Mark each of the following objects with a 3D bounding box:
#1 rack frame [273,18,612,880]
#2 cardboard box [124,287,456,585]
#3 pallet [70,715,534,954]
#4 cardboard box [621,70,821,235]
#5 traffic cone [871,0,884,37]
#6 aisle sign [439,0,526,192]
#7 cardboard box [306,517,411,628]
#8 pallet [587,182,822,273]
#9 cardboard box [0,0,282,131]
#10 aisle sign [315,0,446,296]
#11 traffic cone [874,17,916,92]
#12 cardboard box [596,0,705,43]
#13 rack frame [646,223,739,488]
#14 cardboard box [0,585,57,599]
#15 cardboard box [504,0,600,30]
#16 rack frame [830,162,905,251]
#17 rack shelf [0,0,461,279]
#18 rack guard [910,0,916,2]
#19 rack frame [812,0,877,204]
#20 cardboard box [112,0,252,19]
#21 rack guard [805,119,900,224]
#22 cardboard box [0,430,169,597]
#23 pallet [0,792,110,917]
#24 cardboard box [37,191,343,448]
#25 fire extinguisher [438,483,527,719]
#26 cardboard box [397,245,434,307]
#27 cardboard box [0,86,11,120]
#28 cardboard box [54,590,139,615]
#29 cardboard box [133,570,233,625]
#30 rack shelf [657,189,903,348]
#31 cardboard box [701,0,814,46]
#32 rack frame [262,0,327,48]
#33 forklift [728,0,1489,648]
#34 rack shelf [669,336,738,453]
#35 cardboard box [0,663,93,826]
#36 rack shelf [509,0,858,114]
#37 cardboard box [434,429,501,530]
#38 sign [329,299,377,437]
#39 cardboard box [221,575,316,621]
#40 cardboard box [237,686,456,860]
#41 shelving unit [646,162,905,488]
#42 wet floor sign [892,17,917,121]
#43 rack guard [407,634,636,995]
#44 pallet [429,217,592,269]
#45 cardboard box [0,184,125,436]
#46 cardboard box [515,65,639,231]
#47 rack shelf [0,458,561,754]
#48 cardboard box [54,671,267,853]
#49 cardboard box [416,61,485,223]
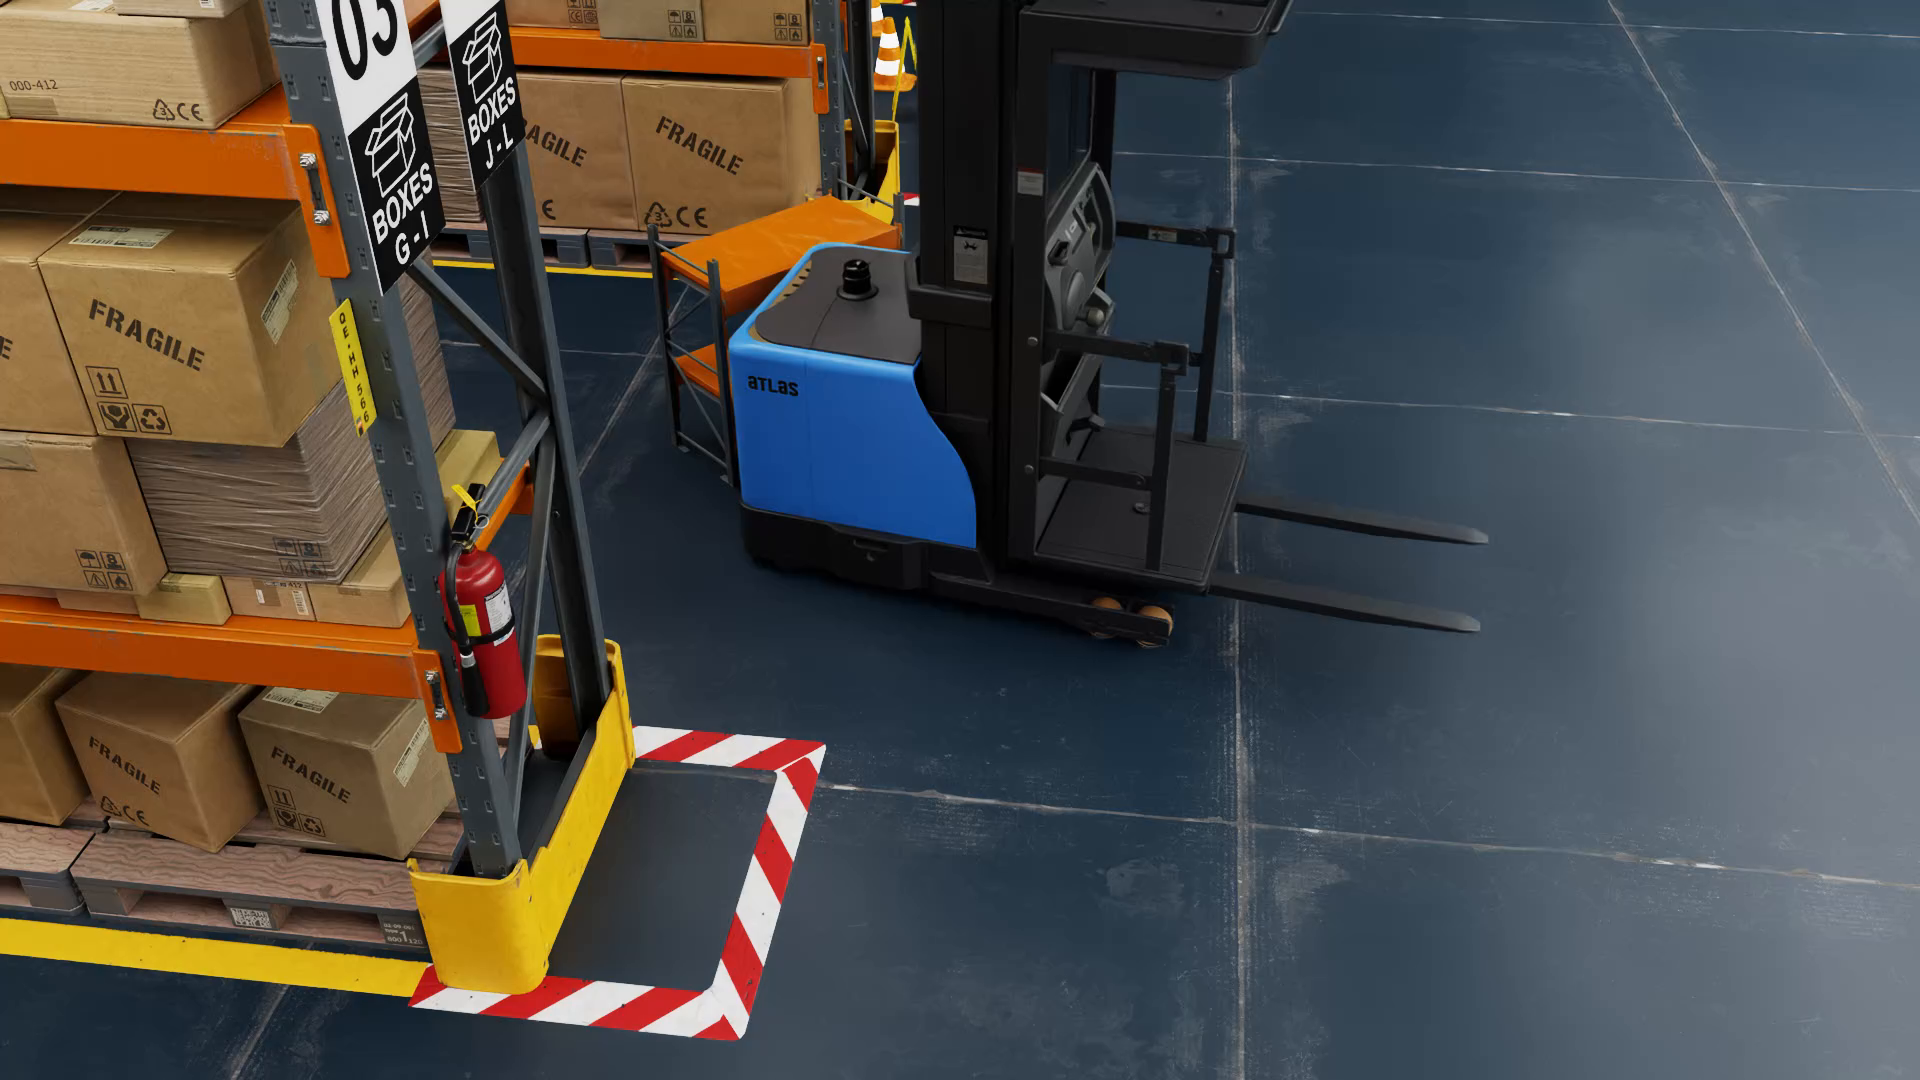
[{"bbox_3d":[-1.357,-0.127,4.846,0.127,3.000,1.000,4,36,6],"label":"rack frame"},{"bbox_3d":[-1.899,-0.345,4.809,0.500,0.500,0.875,4,36,6],"label":"cardboard box"},{"bbox_3d":[-2.234,0.922,5.776,1.213,0.211,1.003,4,36,6],"label":"pallet"},{"bbox_3d":[-1.306,-2.296,9.352,0.875,0.875,0.875,4,36,6],"label":"cardboard box"},{"bbox_3d":[-0.686,-4.093,12.586,0.334,0.463,0.336,4,36,6],"label":"traffic cone"},{"bbox_3d":[-1.258,-1.353,4.326,0.004,0.787,0.394,4,36,6],"label":"aisle sign"},{"bbox_3d":[-1.666,0.073,4.782,0.250,0.149,0.380,4,36,6],"label":"cardboard box"},{"bbox_3d":[-1.428,-1.856,9.669,1.213,0.211,1.003,4,36,6],"label":"pallet"},{"bbox_3d":[-1.868,-1.176,3.863,0.500,0.250,0.500,5,36,7],"label":"cardboard box"},{"bbox_3d":[-1.334,-1.008,3.842,0.004,0.787,0.394,4,36,6],"label":"aisle sign"},{"bbox_3d":[-0.490,-3.428,11.655,0.334,0.463,0.336,4,36,6],"label":"traffic cone"},{"bbox_3d":[-1.547,-3.068,8.837,0.550,0.550,0.875,4,36,6],"label":"cardboard box"},{"bbox_3d":[-1.187,-0.809,7.416,0.032,1.125,0.500,-27,44,-33],"label":"rack frame"},{"bbox_3d":[-2.657,-0.004,4.890,0.250,0.149,0.380,4,36,6],"label":"cardboard box"},{"bbox_3d":[-2.087,-3.182,8.997,0.550,0.550,0.875,4,36,6],"label":"cardboard box"},{"bbox_3d":[-0.430,-1.203,7.968,0.032,1.125,0.500,-27,44,-33],"label":"rack frame"},{"bbox_3d":[-3.341,-1.203,4.391,4.000,0.370,1.077,4,36,6],"label":"rack shelf"},{"bbox_3d":[-0.170,-4.825,13.580,0.348,0.500,1.175,4,36,6],"label":"rack guard"},{"bbox_3d":[-0.625,-2.977,8.840,0.127,3.000,1.000,4,36,6],"label":"rack frame"},{"bbox_3d":[-1.672,-1.290,3.679,0.250,0.149,0.380,4,36,6],"label":"cardboard box"},{"bbox_3d":[-0.601,-1.958,9.563,0.348,0.500,1.175,4,36,6],"label":"rack guard"},{"bbox_3d":[-2.410,-0.313,4.764,0.500,0.500,0.875,4,36,6],"label":"cardboard box"},{"bbox_3d":[-3.440,0.830,5.905,1.213,0.211,1.003,4,36,6],"label":"pallet"},{"bbox_3d":[-1.934,-0.594,4.297,0.500,0.500,0.500,4,36,6],"label":"cardboard box"},{"bbox_3d":[-1.302,0.179,4.484,0.183,0.674,0.296,4,36,6],"label":"fire extinguisher"},{"bbox_3d":[-1.868,-0.893,4.717,0.500,0.500,0.500,4,36,6],"label":"cardboard box"},{"bbox_3d":[-2.363,-1.211,3.912,0.500,0.250,0.500,4,36,6],"label":"cardboard box"},{"bbox_3d":[-2.415,0.038,4.831,0.250,0.149,0.380,4,36,6],"label":"cardboard box"},{"bbox_3d":[-2.169,0.066,4.792,0.250,0.149,0.380,4,36,6],"label":"cardboard box"},{"bbox_3d":[-0.808,-1.245,7.522,1.000,0.278,0.538,-27,44,-33],"label":"rack shelf"},{"bbox_3d":[-0.999,-3.040,8.798,0.550,0.550,0.875,4,36,6],"label":"cardboard box"},{"bbox_3d":[-1.357,-2.569,3.103,0.127,3.000,1.000,4,36,6],"label":"rack frame"},{"bbox_3d":[0.646,-1.109,6.281,3.031,2.935,1.130,10,37,14],"label":"forklift"},{"bbox_3d":[-0.808,-0.807,7.834,1.000,0.278,0.538,-27,44,-33],"label":"rack shelf"},{"bbox_3d":[-3.190,0.582,5.643,0.500,0.500,0.500,7,36,10],"label":"cardboard box"},{"bbox_3d":[-2.609,-2.832,9.256,4.000,0.370,1.077,4,36,6],"label":"rack shelf"},{"bbox_3d":[-1.609,-0.183,5.141,0.250,0.149,0.380,4,36,6],"label":"cardboard box"},{"bbox_3d":[-1.448,-0.409,3.972,0.005,0.325,0.100,4,36,6],"label":"sign"},{"bbox_3d":[-1.914,0.054,4.808,0.250,0.149,0.380,4,36,6],"label":"cardboard box"},{"bbox_3d":[-1.974,0.664,5.528,0.500,0.500,0.500,11,37,15],"label":"cardboard box"},{"bbox_3d":[-0.808,-1.006,7.692,1.048,1.125,0.538,-27,44,-33],"label":"shelving unit"},{"bbox_3d":[-0.344,-3.158,11.119,0.232,0.644,0.267,-2,36,-2],"label":"wet floor sign"},{"bbox_3d":[-1.433,0.885,5.580,0.348,0.500,1.175,4,36,6],"label":"rack guard"},{"bbox_3d":[-2.635,-1.948,9.798,1.213,0.211,1.003,4,36,6],"label":"pallet"},{"bbox_3d":[-2.431,-0.628,4.345,0.500,0.500,0.500,4,36,6],"label":"cardboard box"},{"bbox_3d":[-2.179,-2.359,9.441,0.875,0.875,0.875,4,36,5],"label":"cardboard box"},{"bbox_3d":[-3.341,0.018,5.262,4.000,0.370,1.077,4,36,6],"label":"rack shelf"},{"bbox_3d":[-2.572,0.639,5.562,0.500,0.500,0.500,14,38,18],"label":"cardboard box"},{"bbox_3d":[-3.083,-2.428,9.537,0.875,0.875,0.875,5,36,6],"label":"cardboard box"}]
